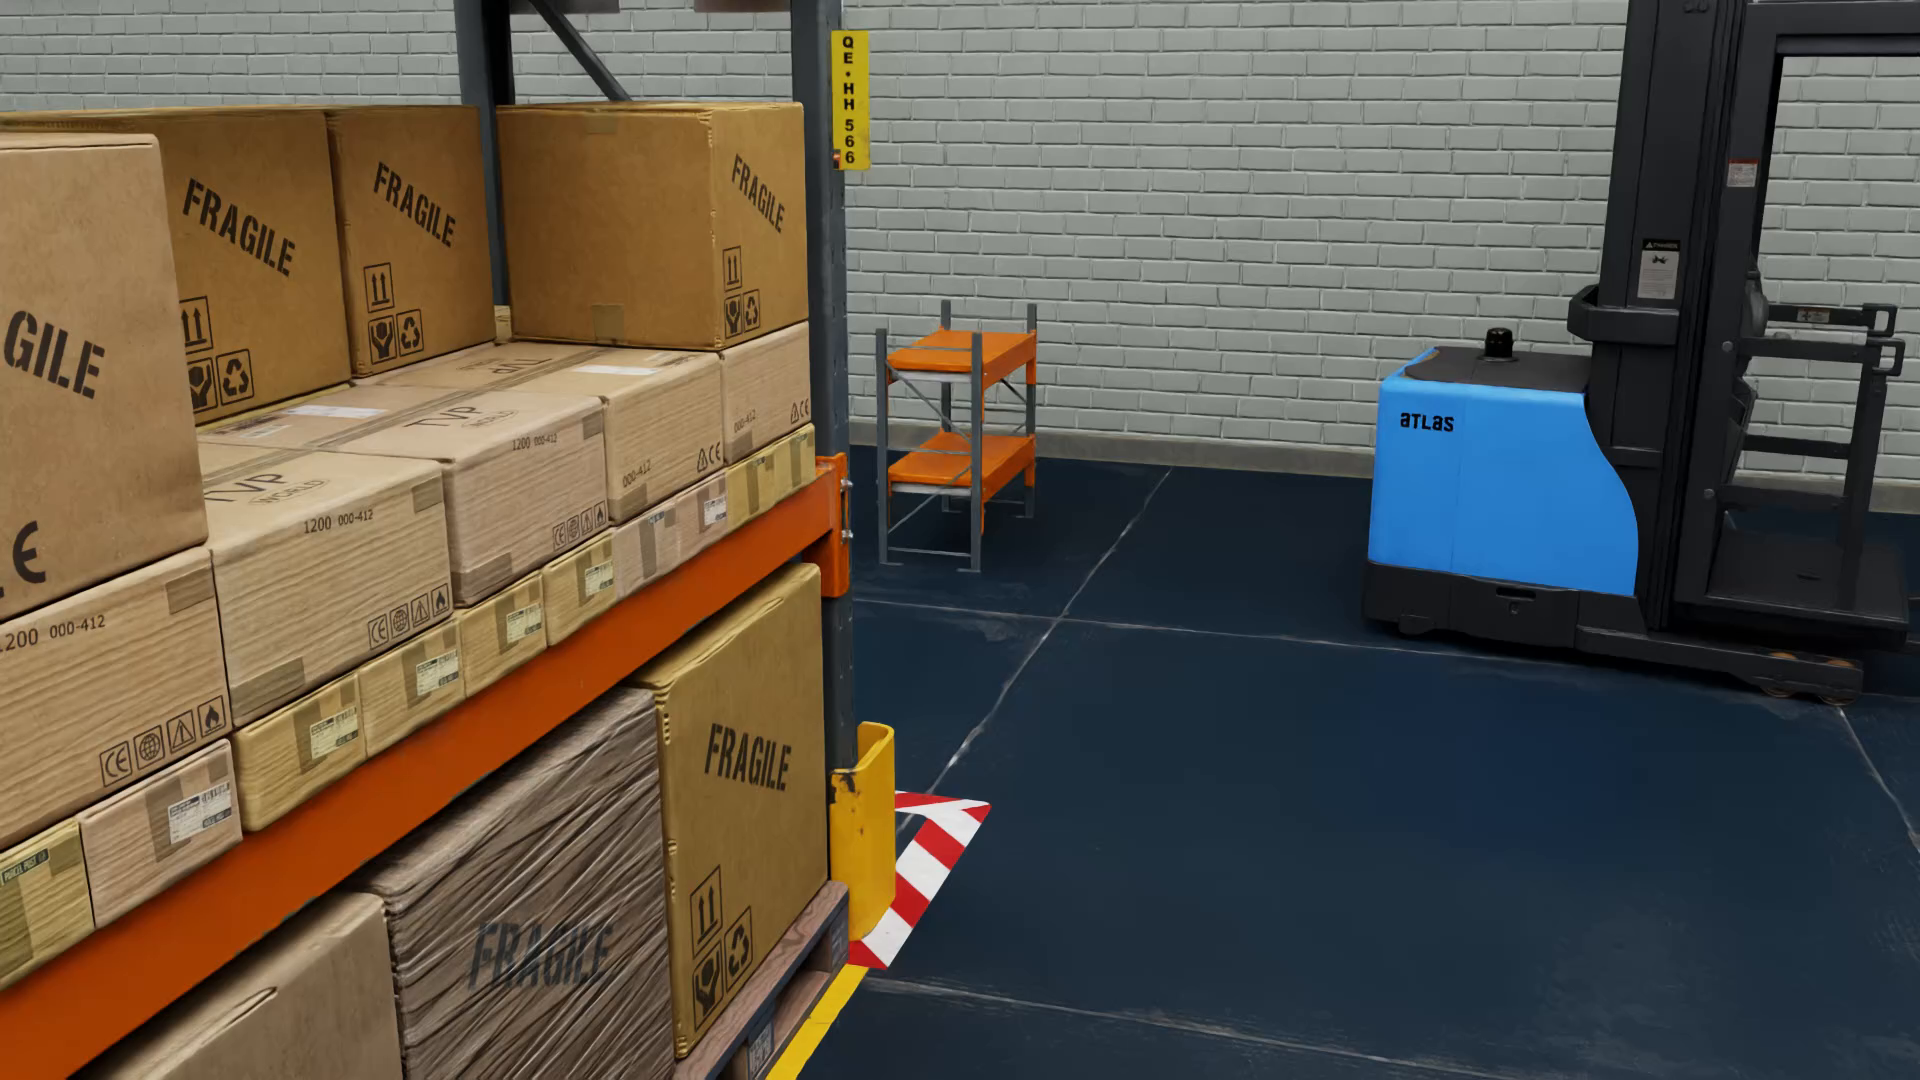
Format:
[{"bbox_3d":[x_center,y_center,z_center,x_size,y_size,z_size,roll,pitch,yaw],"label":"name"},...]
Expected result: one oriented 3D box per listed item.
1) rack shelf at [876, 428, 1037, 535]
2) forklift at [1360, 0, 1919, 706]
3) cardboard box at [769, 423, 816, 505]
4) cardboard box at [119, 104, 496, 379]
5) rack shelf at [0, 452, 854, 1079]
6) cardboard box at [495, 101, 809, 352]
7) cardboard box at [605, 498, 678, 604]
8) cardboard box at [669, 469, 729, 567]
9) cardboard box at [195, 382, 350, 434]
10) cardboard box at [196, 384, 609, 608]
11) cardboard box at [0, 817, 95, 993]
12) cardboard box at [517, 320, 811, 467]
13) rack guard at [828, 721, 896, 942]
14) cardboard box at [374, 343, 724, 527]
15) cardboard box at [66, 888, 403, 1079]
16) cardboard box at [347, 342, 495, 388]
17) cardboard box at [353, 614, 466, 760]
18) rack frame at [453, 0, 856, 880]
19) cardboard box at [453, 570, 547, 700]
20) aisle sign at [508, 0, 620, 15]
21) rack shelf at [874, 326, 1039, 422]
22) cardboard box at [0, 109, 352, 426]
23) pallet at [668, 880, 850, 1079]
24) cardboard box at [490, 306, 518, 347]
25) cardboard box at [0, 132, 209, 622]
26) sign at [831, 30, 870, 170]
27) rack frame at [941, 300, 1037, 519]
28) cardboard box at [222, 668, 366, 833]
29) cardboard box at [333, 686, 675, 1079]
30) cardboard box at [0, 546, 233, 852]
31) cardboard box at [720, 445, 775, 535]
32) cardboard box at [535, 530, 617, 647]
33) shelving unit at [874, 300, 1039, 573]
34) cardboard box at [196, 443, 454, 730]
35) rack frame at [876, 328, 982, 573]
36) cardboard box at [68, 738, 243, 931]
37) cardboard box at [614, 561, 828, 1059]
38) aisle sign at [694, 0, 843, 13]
[{"bbox_3d":[0.002,-0.308,8.249,0.538,0.278,1.000,5,16,16],"label":"rack shelf"},{"bbox_3d":[3.235,-0.961,6.345,3.031,2.935,1.130,8,18,26],"label":"forklift"},{"bbox_3d":[-0.569,-0.196,3.983,0.380,0.149,0.250,5,17,17],"label":"cardboard box"},{"bbox_3d":[-1.320,-0.632,3.415,0.500,0.500,0.500,4,16,15],"label":"cardboard box"},{"bbox_3d":[-1.351,0.434,2.621,1.077,0.370,4.000,5,16,16],"label":"rack shelf"},{"bbox_3d":[-0.670,-0.719,3.724,0.500,0.500,0.500,5,17,17],"label":"cardboard box"},{"bbox_3d":[-0.785,0.003,3.280,0.380,0.149,0.250,5,17,17],"label":"cardboard box"},{"bbox_3d":[-0.714,-0.062,3.510,0.380,0.149,0.250,5,16,16],"label":"cardboard box"},{"bbox_3d":[-1.466,-0.134,3.034,0.500,0.250,0.500,4,16,14],"label":"cardboard box"},{"bbox_3d":[-0.955,-0.093,2.890,0.500,0.250,0.500,4,16,14],"label":"cardboard box"},{"bbox_3d":[-1.222,0.407,1.858,0.380,0.149,0.250,4,16,15],"label":"cardboard box"},{"bbox_3d":[-0.666,-0.359,3.828,0.500,0.250,0.500,4,16,15],"label":"cardboard box"},{"bbox_3d":[-0.776,0.761,4.730,1.175,0.500,0.348,5,16,16],"label":"rack guard"},{"bbox_3d":[-0.811,-0.226,3.360,0.500,0.250,0.500,4,16,15],"label":"cardboard box"},{"bbox_3d":[-1.400,1.029,2.327,0.875,0.875,0.875,5,16,16],"label":"cardboard box"},{"bbox_3d":[-1.320,-0.265,3.497,0.500,0.250,0.500,4,16,15],"label":"cardboard box"},{"bbox_3d":[-1.003,0.204,2.573,0.380,0.149,0.250,5,17,17],"label":"cardboard box"},{"bbox_3d":[-0.783,-0.435,4.367,1.000,3.000,0.127,5,16,16],"label":"rack frame"},{"bbox_3d":[-0.931,0.139,2.801,0.380,0.149,0.250,5,16,16],"label":"cardboard box"},{"bbox_3d":[-1.050,-1.728,4.161,0.394,0.787,0.004,5,16,16],"label":"aisle sign"},{"bbox_3d":[0.002,-0.825,8.102,0.538,0.278,1.000,5,16,16],"label":"rack shelf"},{"bbox_3d":[-1.462,-0.496,2.935,0.500,0.500,0.500,4,16,14],"label":"cardboard box"},{"bbox_3d":[-0.935,1.121,3.989,1.003,0.211,1.213,5,16,16],"label":"pallet"},{"bbox_3d":[-1.178,-0.402,3.978,0.500,0.250,0.500,4,16,14],"label":"cardboard box"},{"bbox_3d":[-1.248,-0.191,1.860,0.500,0.500,0.500,4,16,14],"label":"cardboard box"},{"bbox_3d":[-0.267,-1.061,4.016,0.100,0.325,0.005,5,16,16],"label":"sign"},{"bbox_3d":[0.146,-0.676,8.651,0.500,1.125,0.032,5,16,16],"label":"rack frame"},{"bbox_3d":[-1.075,0.272,2.332,0.380,0.149,0.250,4,16,14],"label":"cardboard box"},{"bbox_3d":[-1.147,0.797,3.148,0.875,0.875,0.875,5,16,16],"label":"cardboard box"},{"bbox_3d":[-1.247,0.172,1.956,0.500,0.250,0.500,5,17,17],"label":"cardboard box"},{"bbox_3d":[-0.641,-0.128,3.743,0.380,0.149,0.250,5,17,16],"label":"cardboard box"},{"bbox_3d":[-0.857,0.072,3.041,0.380,0.149,0.250,4,16,15],"label":"cardboard box"},{"bbox_3d":[0.002,-0.543,8.182,0.538,1.125,1.048,5,16,16],"label":"shelving unit"},{"bbox_3d":[-1.100,0.043,2.409,0.500,0.250,0.500,5,16,16],"label":"cardboard box"},{"bbox_3d":[-0.143,-0.410,7.713,0.500,1.125,0.032,5,16,16],"label":"rack frame"},{"bbox_3d":[-1.149,0.341,2.090,0.380,0.149,0.250,5,17,17],"label":"cardboard box"},{"bbox_3d":[-0.888,0.558,3.988,0.875,0.875,0.875,5,16,16],"label":"cardboard box"},{"bbox_3d":[-0.475,-1.682,3.997,0.394,0.787,0.004,5,16,16],"label":"aisle sign"}]
